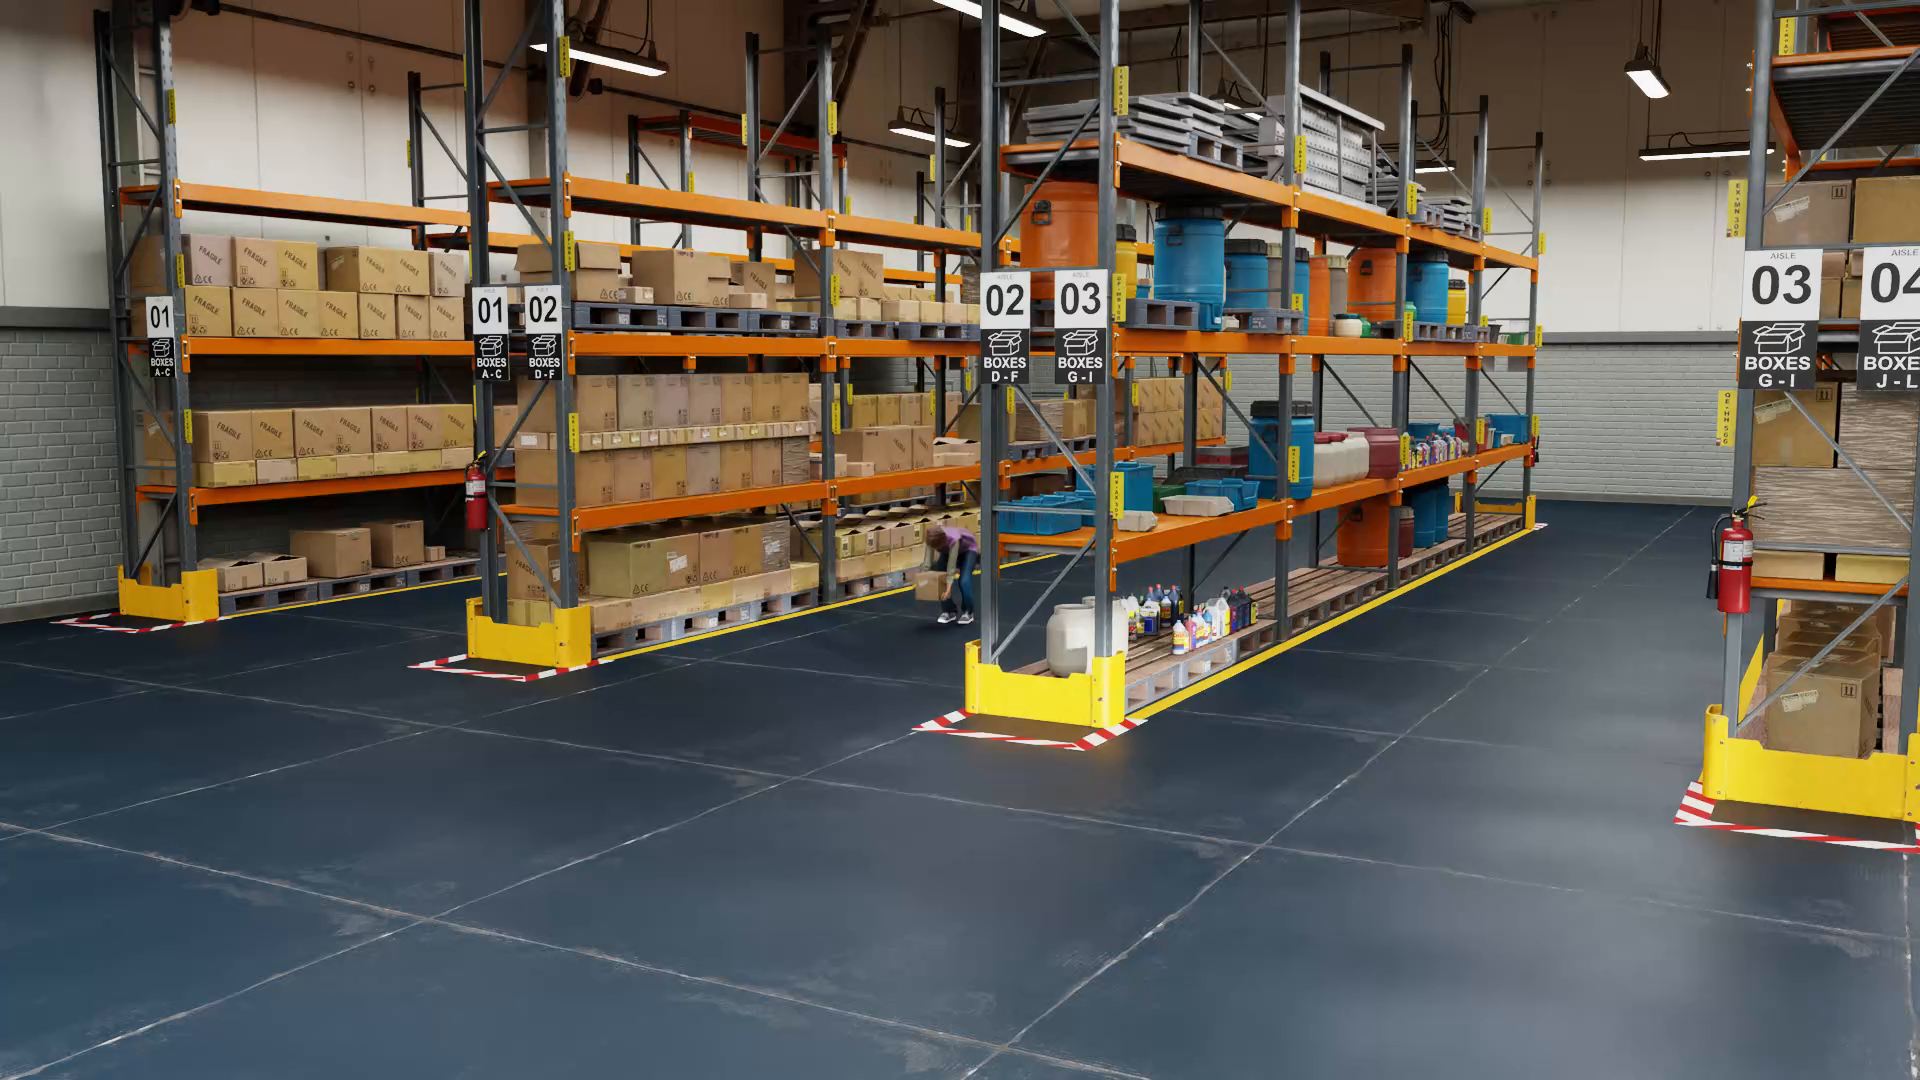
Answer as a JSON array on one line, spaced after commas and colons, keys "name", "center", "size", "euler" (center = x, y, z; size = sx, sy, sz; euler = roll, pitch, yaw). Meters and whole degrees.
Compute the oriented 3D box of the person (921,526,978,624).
[{"name": "person", "center": [-0.110, 0.345, 16.250], "size": [0.417, 0.980, 0.859], "euler": [3, 7, 26]}]
